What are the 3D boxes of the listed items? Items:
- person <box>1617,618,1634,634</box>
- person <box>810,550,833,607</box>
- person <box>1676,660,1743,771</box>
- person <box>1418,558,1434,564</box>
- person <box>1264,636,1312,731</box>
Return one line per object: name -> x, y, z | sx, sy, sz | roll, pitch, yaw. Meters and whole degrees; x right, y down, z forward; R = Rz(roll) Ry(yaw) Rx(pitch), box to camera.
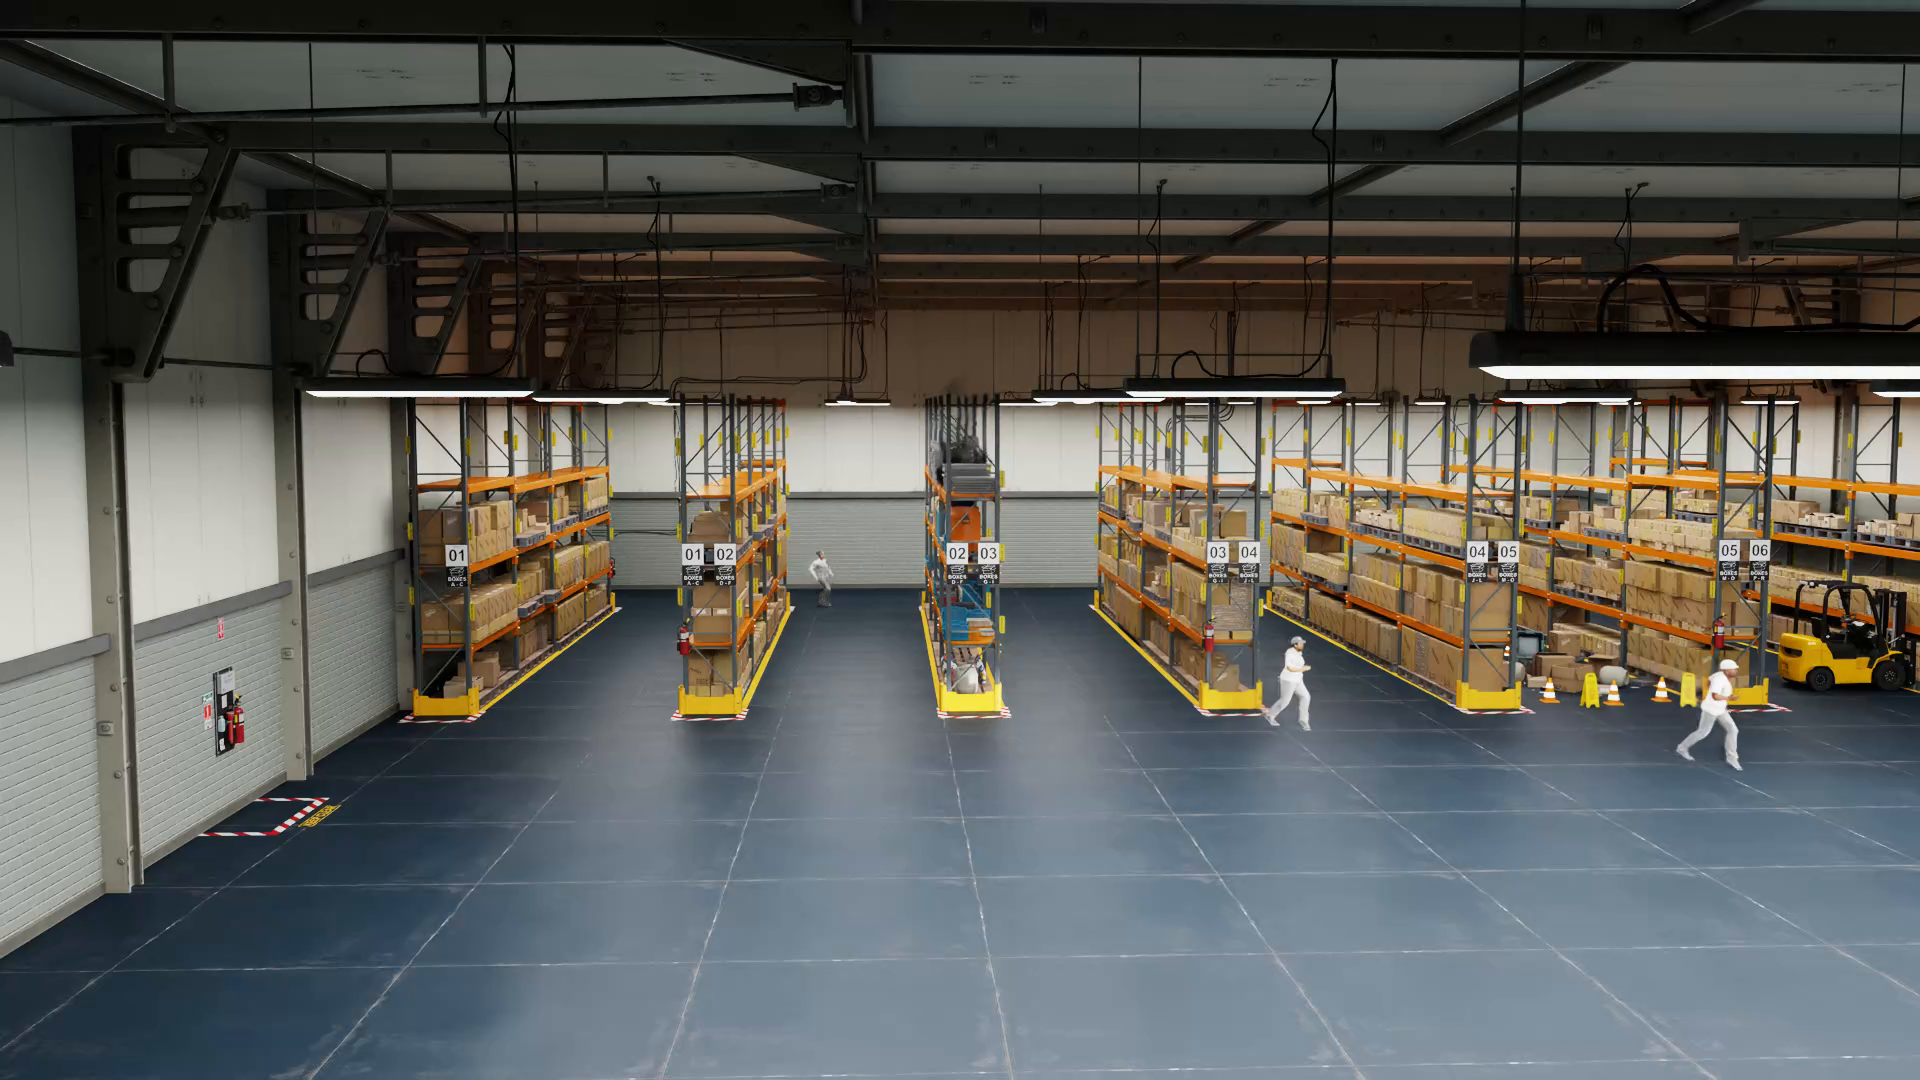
person -> 16.474, 1.603, 41.015 | 0.659, 1.744, 0.578 | -1, 5, -6
person -> -3.965, 1.115, 47.953 | 0.636, 1.686, 0.671 | 3, 5, 34
person -> 11.977, 2.769, 26.535 | 1.006, 1.774, 0.694 | 4, 6, 43
person -> 13.974, 0.954, 49.433 | 0.778, 1.830, 0.686 | 1, 5, 18
person -> 5.871, 2.562, 29.701 | 0.860, 1.712, 0.627 | 2, 5, 28
